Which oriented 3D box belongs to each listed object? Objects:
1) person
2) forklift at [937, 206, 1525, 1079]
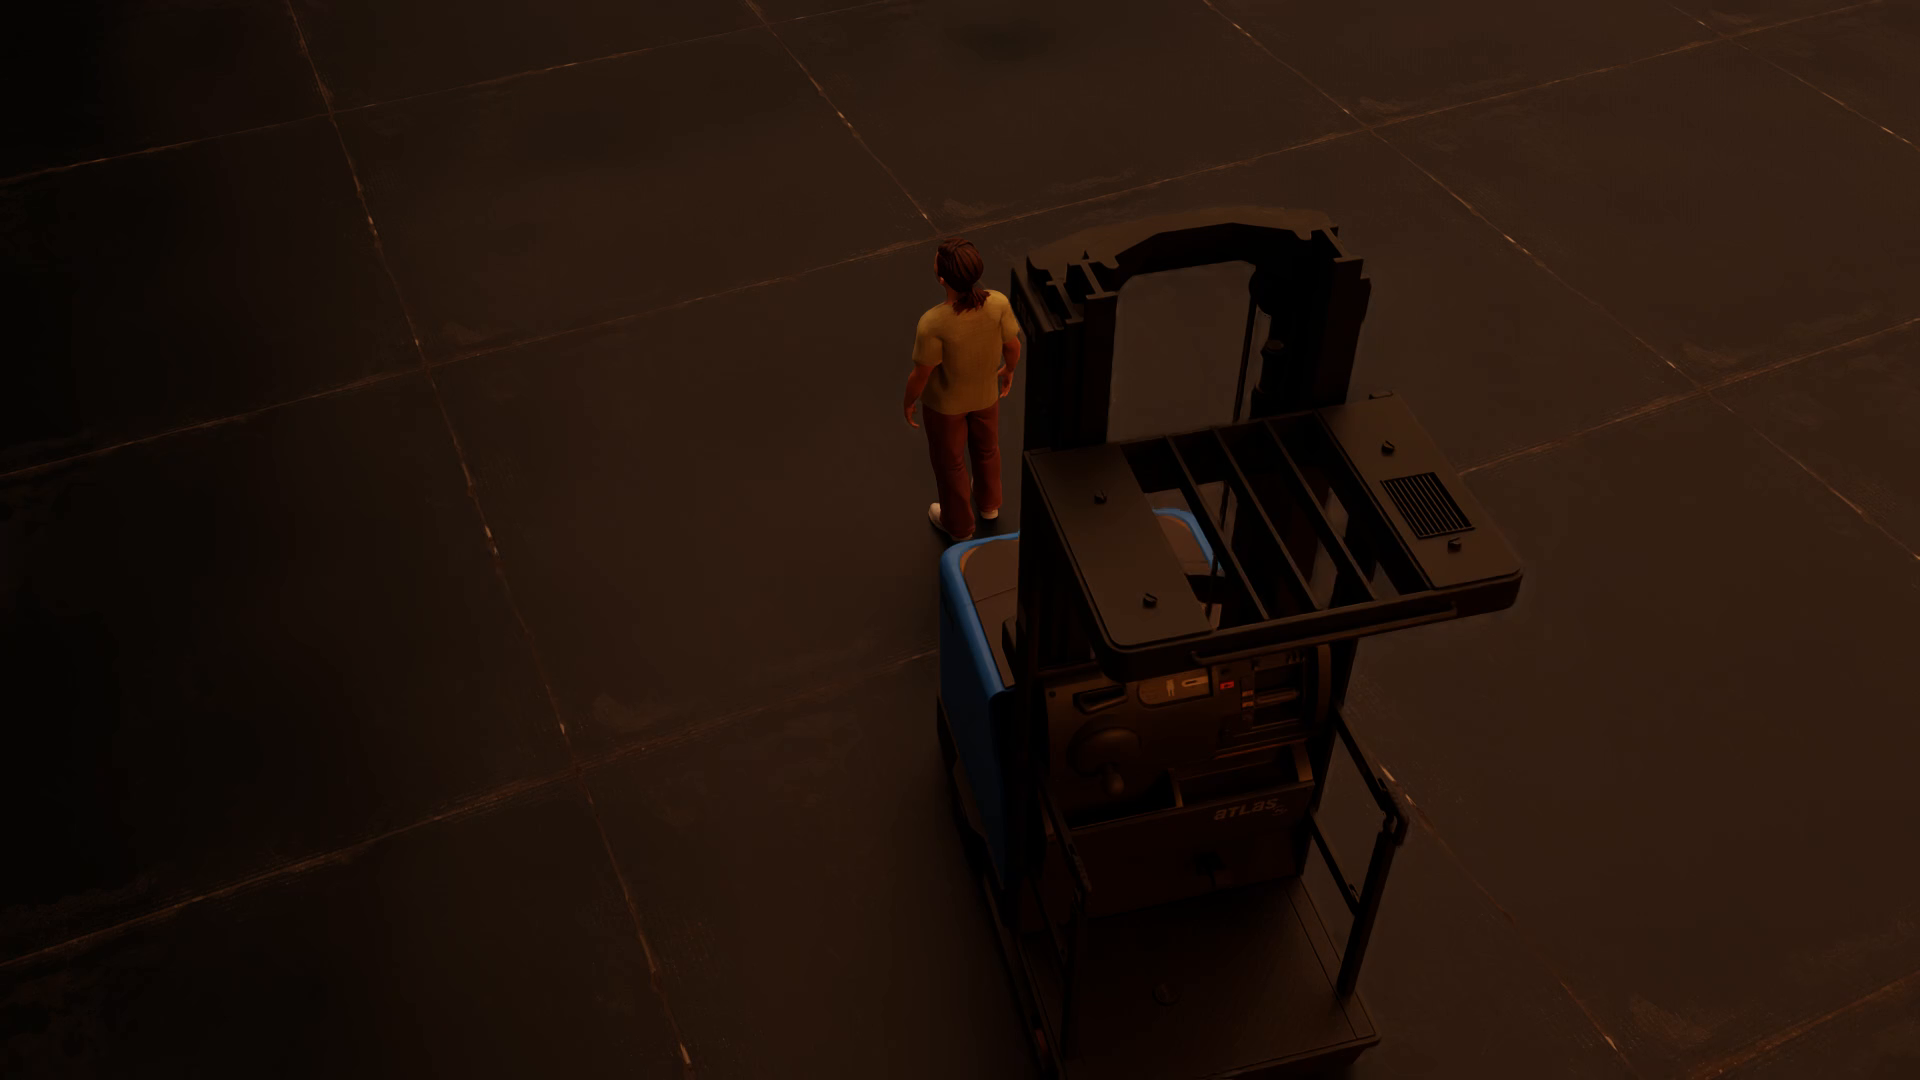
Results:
[{"bbox_3d":[-0.020,-0.667,7.304,0.553,1.675,0.549,-18,46,-18],"label":"person"},{"bbox_3d":[0.767,0.625,5.011,1.130,2.935,3.031,-10,44,-10],"label":"forklift"}]
